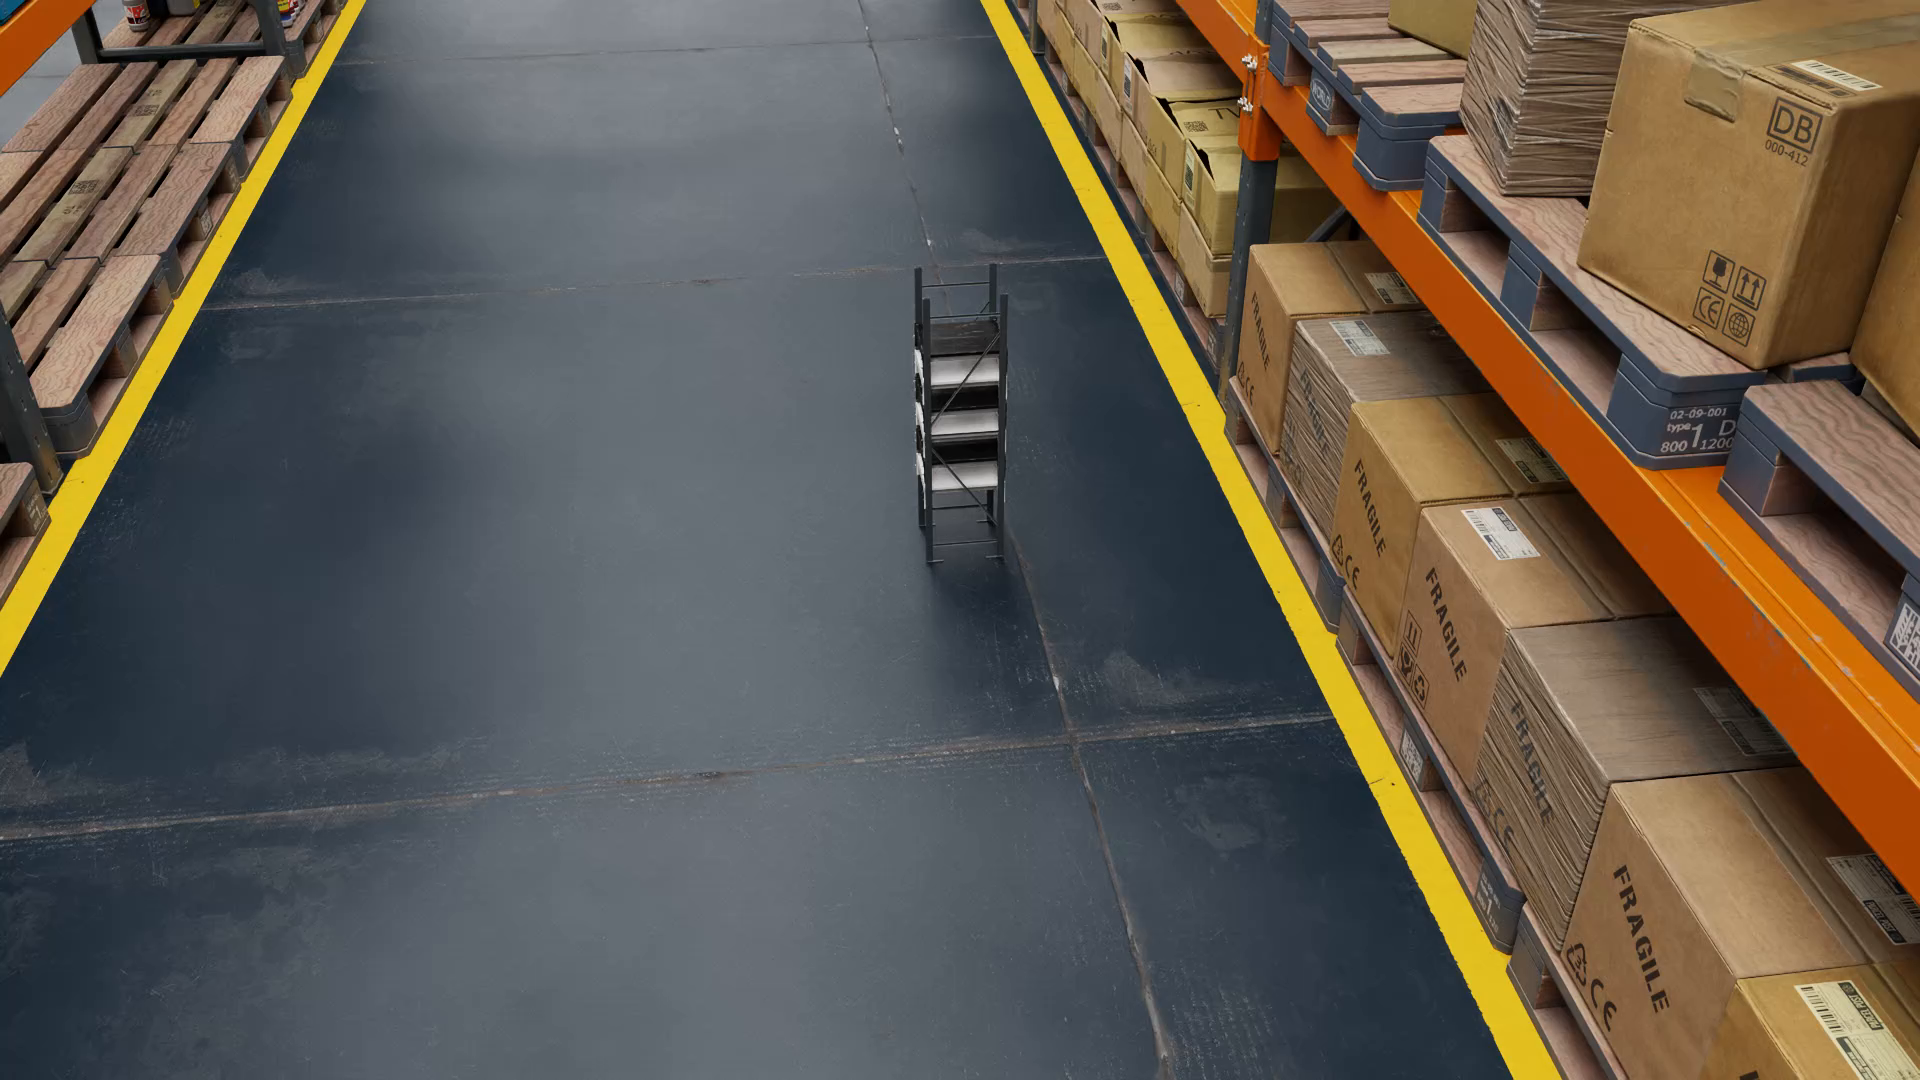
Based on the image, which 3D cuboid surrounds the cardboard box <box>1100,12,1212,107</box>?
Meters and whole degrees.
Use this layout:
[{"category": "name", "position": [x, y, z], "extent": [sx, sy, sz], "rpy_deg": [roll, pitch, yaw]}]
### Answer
[{"category": "cardboard box", "position": [0.909, -2.144, 7.303], "extent": [0.500, 0.311, 0.500], "rpy_deg": [-3, 34, -5]}]

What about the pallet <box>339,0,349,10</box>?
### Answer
[{"category": "pallet", "position": [-4.233, -3.517, 10.223], "extent": [1.003, 0.211, 1.213], "rpy_deg": [-4, 35, -6]}]

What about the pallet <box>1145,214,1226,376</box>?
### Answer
[{"category": "pallet", "position": [1.358, -1.060, 6.618], "extent": [1.003, 0.211, 1.213], "rpy_deg": [-4, 35, -6]}]

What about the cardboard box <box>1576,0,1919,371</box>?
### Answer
[{"category": "cardboard box", "position": [1.670, -0.714, 3.172], "extent": [0.700, 0.500, 0.500], "rpy_deg": [-13, 36, -18]}]

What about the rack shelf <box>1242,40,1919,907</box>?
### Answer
[{"category": "rack shelf", "position": [1.699, -0.337, 3.719], "extent": [1.077, 0.370, 4.000], "rpy_deg": [-4, 35, -6]}]

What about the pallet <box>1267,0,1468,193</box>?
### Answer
[{"category": "pallet", "position": [1.591, -1.298, 4.661], "extent": [1.213, 0.211, 1.003], "rpy_deg": [-4, 35, -6]}]

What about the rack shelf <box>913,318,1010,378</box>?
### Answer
[{"category": "rack shelf", "position": [0.001, -0.563, 4.857], "extent": [0.258, 0.077, 0.200], "rpy_deg": [-4, 35, -6]}]

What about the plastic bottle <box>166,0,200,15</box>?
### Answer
[{"category": "plastic bottle", "position": [-4.246, -3.045, 9.016], "extent": [0.144, 0.351, 0.185], "rpy_deg": [-4, 35, -6]}]

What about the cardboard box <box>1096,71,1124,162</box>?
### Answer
[{"category": "cardboard box", "position": [0.908, -1.918, 7.469], "extent": [0.500, 0.250, 0.500], "rpy_deg": [-4, 34, -5]}]

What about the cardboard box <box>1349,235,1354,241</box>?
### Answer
[{"category": "cardboard box", "position": [1.651, -1.102, 6.272], "extent": [0.500, 0.250, 0.500], "rpy_deg": [-4, 35, -7]}]

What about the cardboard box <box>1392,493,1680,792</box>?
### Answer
[{"category": "cardboard box", "position": [1.422, 0.240, 4.064], "extent": [0.500, 0.500, 0.500], "rpy_deg": [-5, 35, -8]}]

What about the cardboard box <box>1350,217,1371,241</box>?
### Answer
[{"category": "cardboard box", "position": [1.651, -1.334, 6.114], "extent": [0.500, 0.311, 0.500], "rpy_deg": [-3, 34, -5]}]

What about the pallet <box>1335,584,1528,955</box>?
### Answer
[{"category": "pallet", "position": [1.654, 0.501, 4.327], "extent": [1.003, 0.211, 1.213], "rpy_deg": [-4, 35, -6]}]

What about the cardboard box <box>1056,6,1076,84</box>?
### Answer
[{"category": "cardboard box", "position": [0.769, -2.490, 8.309], "extent": [0.500, 0.250, 0.500], "rpy_deg": [-4, 34, -5]}]

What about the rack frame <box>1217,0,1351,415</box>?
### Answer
[{"category": "rack frame", "position": [1.430, -1.750, 5.154], "extent": [1.000, 3.000, 0.127], "rpy_deg": [-4, 35, -6]}]

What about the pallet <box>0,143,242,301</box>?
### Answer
[{"category": "pallet", "position": [-3.705, -1.339, 7.028], "extent": [1.003, 0.211, 1.213], "rpy_deg": [-4, 35, -6]}]

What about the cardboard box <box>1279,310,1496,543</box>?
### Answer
[{"category": "cardboard box", "position": [1.284, -0.332, 4.902], "extent": [0.500, 0.500, 0.500], "rpy_deg": [-6, 35, -8]}]

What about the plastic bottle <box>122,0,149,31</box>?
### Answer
[{"category": "plastic bottle", "position": [-4.374, -2.813, 8.809], "extent": [0.097, 0.201, 0.097], "rpy_deg": [0, 34, 0]}]

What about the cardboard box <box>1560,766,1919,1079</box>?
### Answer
[{"category": "cardboard box", "position": [1.560, 0.803, 3.237], "extent": [0.500, 0.500, 0.500], "rpy_deg": [-4, 35, -6]}]

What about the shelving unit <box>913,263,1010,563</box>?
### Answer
[{"category": "shelving unit", "position": [0.001, -0.367, 4.990], "extent": [0.258, 0.900, 0.210], "rpy_deg": [-4, 35, -6]}]

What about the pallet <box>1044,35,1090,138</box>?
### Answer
[{"category": "pallet", "position": [1.030, -2.422, 8.616], "extent": [1.003, 0.211, 1.213], "rpy_deg": [-4, 35, -6]}]

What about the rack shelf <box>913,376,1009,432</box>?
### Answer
[{"category": "rack shelf", "position": [0.001, -0.414, 4.958], "extent": [0.258, 0.077, 0.200], "rpy_deg": [-4, 35, -6]}]

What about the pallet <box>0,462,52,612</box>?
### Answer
[{"category": "pallet", "position": [-3.331, 0.212, 4.751], "extent": [1.003, 0.211, 1.213], "rpy_deg": [-4, 35, -6]}]

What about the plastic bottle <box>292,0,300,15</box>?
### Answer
[{"category": "plastic bottle", "position": [-3.652, -2.959, 9.023], "extent": [0.097, 0.201, 0.097], "rpy_deg": [0, 34, 0]}]

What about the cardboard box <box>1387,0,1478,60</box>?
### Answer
[{"category": "cardboard box", "position": [1.627, -1.622, 4.505], "extent": [0.700, 0.500, 0.500], "rpy_deg": [-16, 37, -22]}]

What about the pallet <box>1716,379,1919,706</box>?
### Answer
[{"category": "pallet", "position": [1.969, 0.107, 2.600], "extent": [1.003, 0.211, 1.213], "rpy_deg": [-4, 35, -6]}]

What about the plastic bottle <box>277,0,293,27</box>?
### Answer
[{"category": "plastic bottle", "position": [-3.625, -2.875, 8.837], "extent": [0.097, 0.271, 0.097], "rpy_deg": [0, 34, 0]}]

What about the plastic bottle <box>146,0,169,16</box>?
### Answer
[{"category": "plastic bottle", "position": [-4.389, -3.034, 9.000], "extent": [0.144, 0.351, 0.185], "rpy_deg": [-5, 35, -8]}]

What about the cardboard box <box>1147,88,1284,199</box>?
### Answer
[{"category": "cardboard box", "position": [1.039, -1.582, 6.479], "extent": [0.500, 0.311, 0.500], "rpy_deg": [-5, 35, -7]}]

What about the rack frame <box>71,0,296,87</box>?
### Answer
[{"category": "rack frame", "position": [-4.016, -3.609, 7.882], "extent": [1.000, 3.000, 0.127], "rpy_deg": [-4, 35, -6]}]

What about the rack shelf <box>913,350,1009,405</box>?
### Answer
[{"category": "rack shelf", "position": [0.001, -0.489, 4.907], "extent": [0.258, 0.077, 0.200], "rpy_deg": [-4, 35, -6]}]

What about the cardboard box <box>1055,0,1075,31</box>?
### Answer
[{"category": "cardboard box", "position": [0.763, -2.722, 8.151], "extent": [0.500, 0.311, 0.500], "rpy_deg": [-5, 35, -7]}]

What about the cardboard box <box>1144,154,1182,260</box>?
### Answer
[{"category": "cardboard box", "position": [1.045, -1.350, 6.636], "extent": [0.500, 0.250, 0.500], "rpy_deg": [-5, 35, -7]}]

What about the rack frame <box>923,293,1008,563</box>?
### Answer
[{"category": "rack frame", "position": [0.015, -0.311, 4.907], "extent": [0.240, 0.900, 0.006], "rpy_deg": [-4, 35, -6]}]
